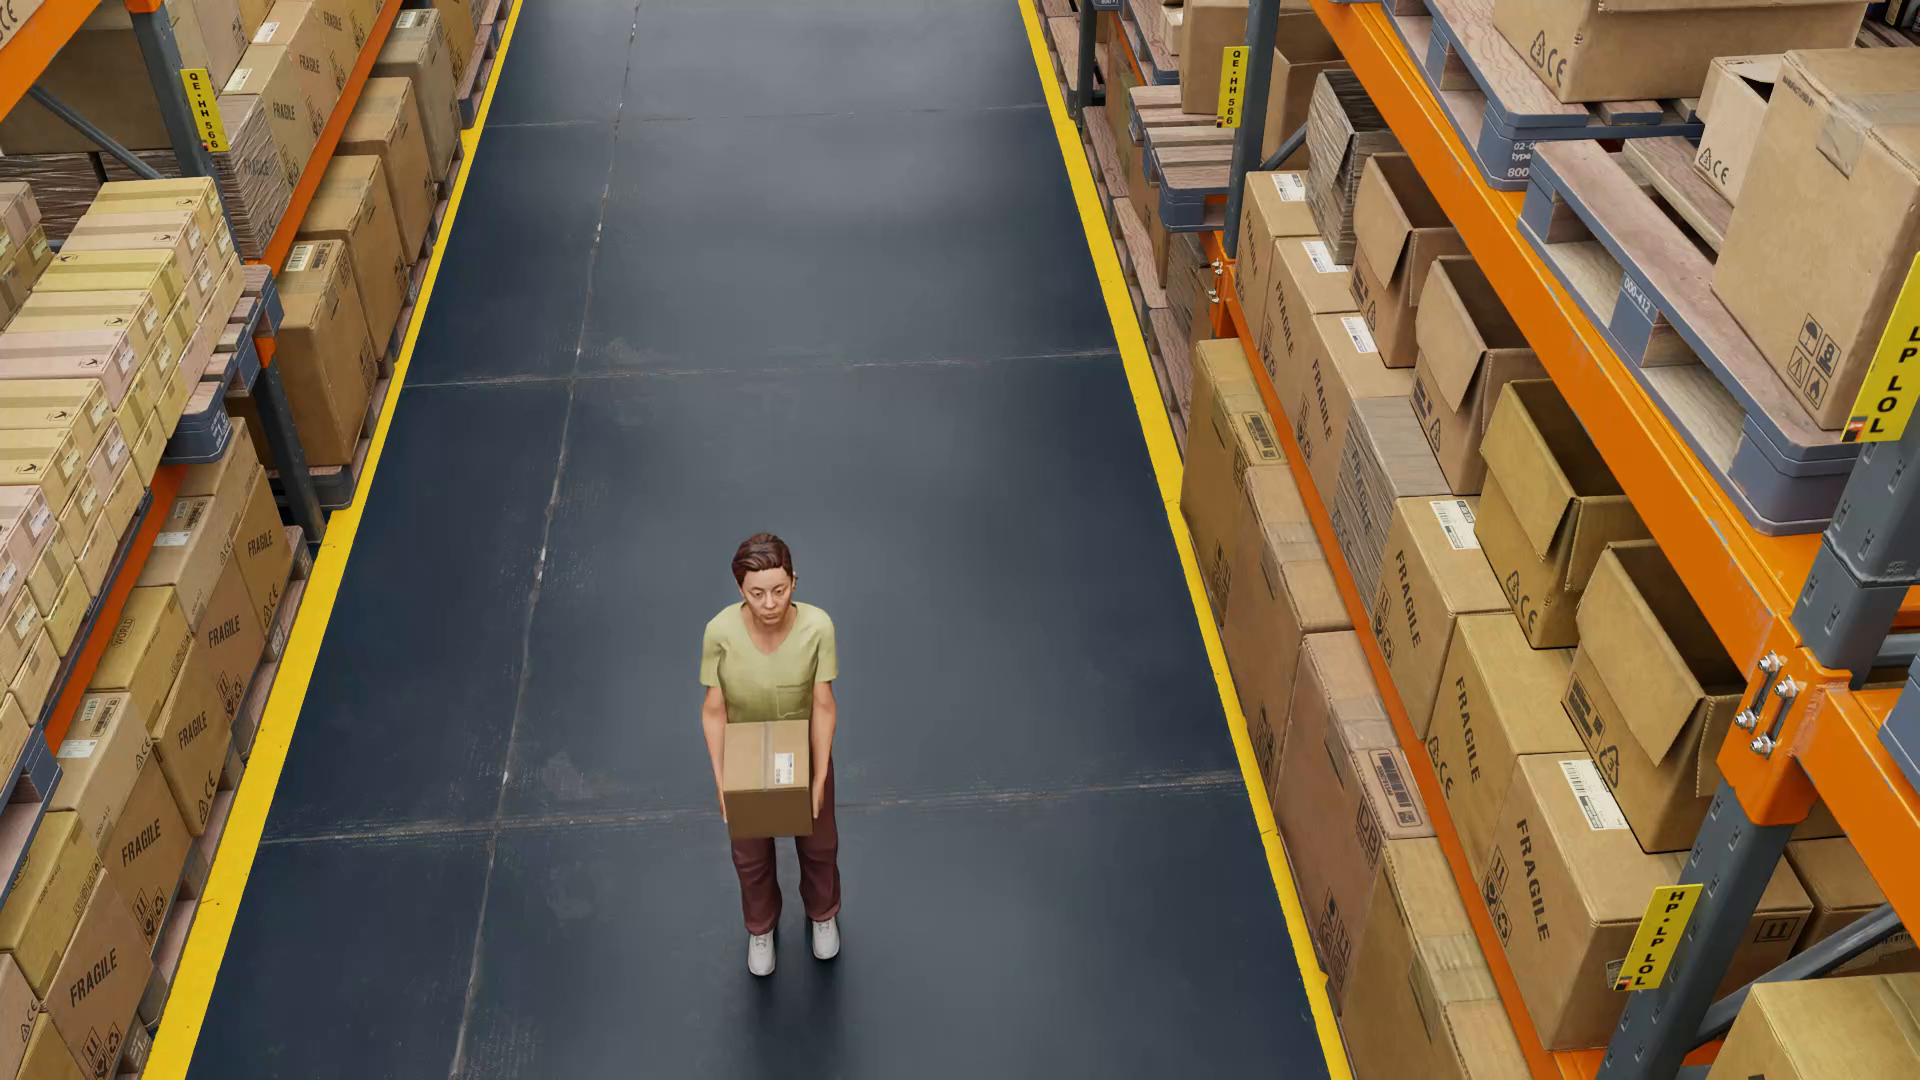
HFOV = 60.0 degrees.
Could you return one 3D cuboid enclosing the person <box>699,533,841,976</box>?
[{"bbox_3d":[-0.580,0.736,5.265,0.425,1.662,0.561,-2,39,-3],"label":"person"}]
